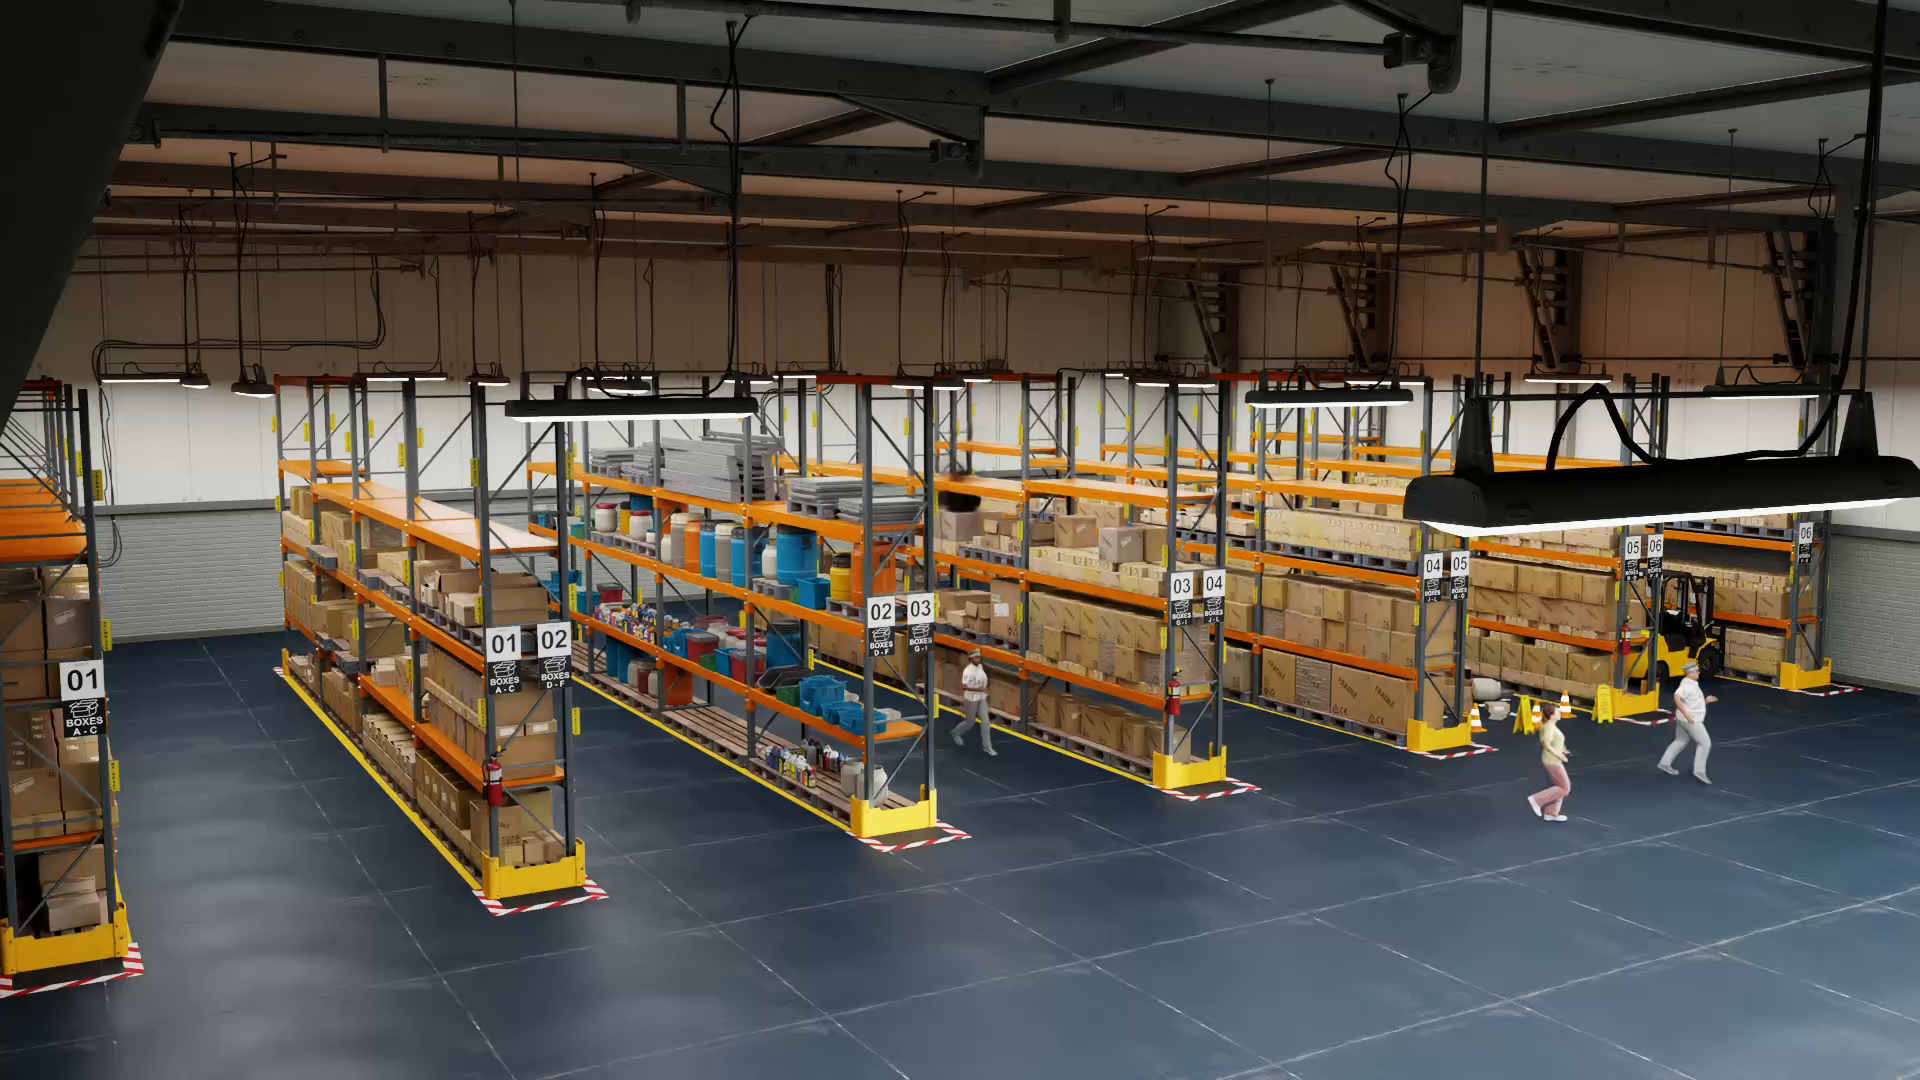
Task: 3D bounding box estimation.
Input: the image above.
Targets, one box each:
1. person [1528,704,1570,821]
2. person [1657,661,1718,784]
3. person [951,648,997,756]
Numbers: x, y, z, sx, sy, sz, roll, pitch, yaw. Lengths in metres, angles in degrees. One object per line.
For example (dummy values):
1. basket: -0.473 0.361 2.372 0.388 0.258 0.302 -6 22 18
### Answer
1. person: 8.064 3.054 22.738 0.568 1.588 0.578 1 6 9
2. person: 10.938 2.732 24.942 0.783 1.846 0.637 1 6 12
3. person: 0.232 2.565 26.657 0.920 1.699 0.581 6 9 43
